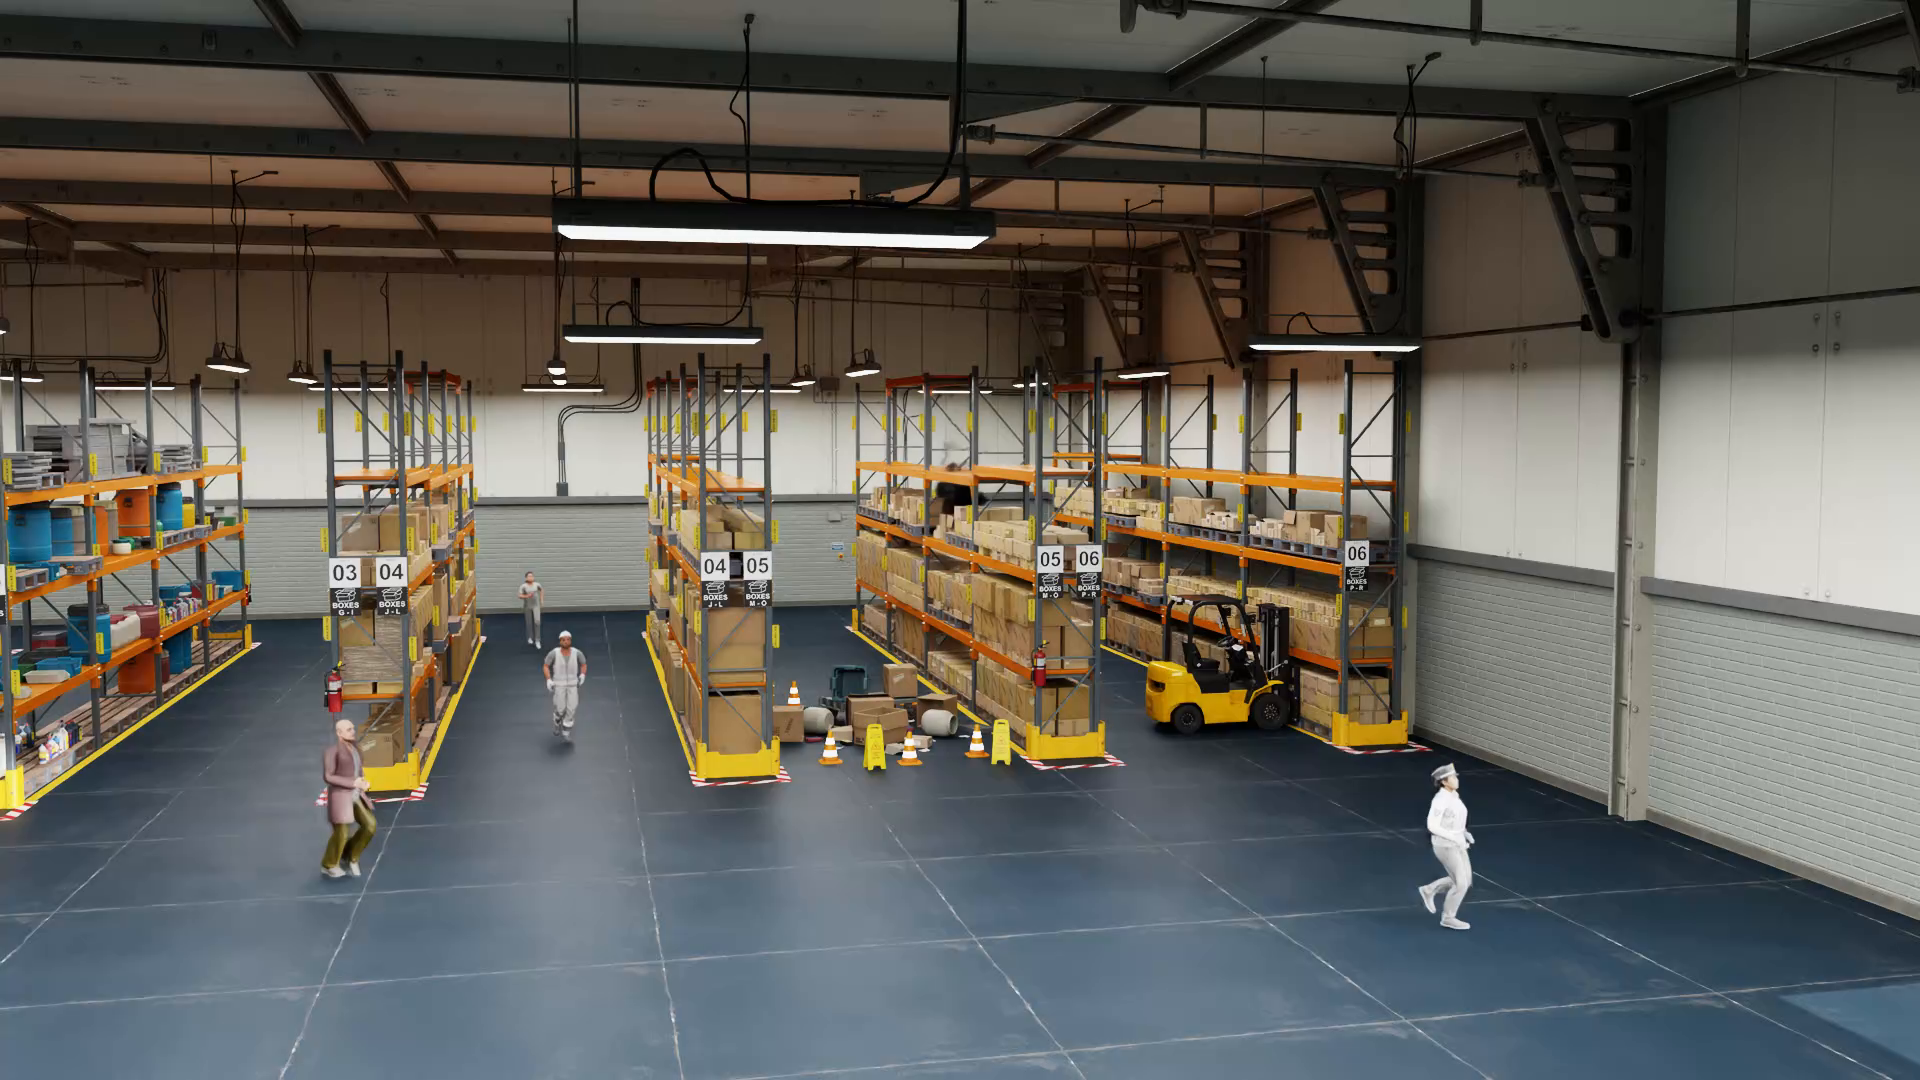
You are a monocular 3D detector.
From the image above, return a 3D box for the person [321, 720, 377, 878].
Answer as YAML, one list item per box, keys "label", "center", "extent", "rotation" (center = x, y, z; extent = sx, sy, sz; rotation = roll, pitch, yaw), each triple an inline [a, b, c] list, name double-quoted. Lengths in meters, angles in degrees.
- label: "person"
  center: [-6.712, 2.862, 18.288]
  extent: [0.744, 1.798, 0.732]
  rotation: [1, 4, 21]

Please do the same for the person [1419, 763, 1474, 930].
- label: "person"
  center: [4.847, 3.027, 16.524]
  extent: [0.539, 1.646, 0.613]
  rotation: [3, 5, 35]

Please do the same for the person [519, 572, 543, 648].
- label: "person"
  center: [-9.620, 1.546, 37.311]
  extent: [0.551, 1.688, 0.919]
  rotation: [-1, 4, -18]

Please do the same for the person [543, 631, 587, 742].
- label: "person"
  center: [-6.209, 2.305, 26.249]
  extent: [0.673, 1.751, 0.590]
  rotation: [-2, 4, -23]
